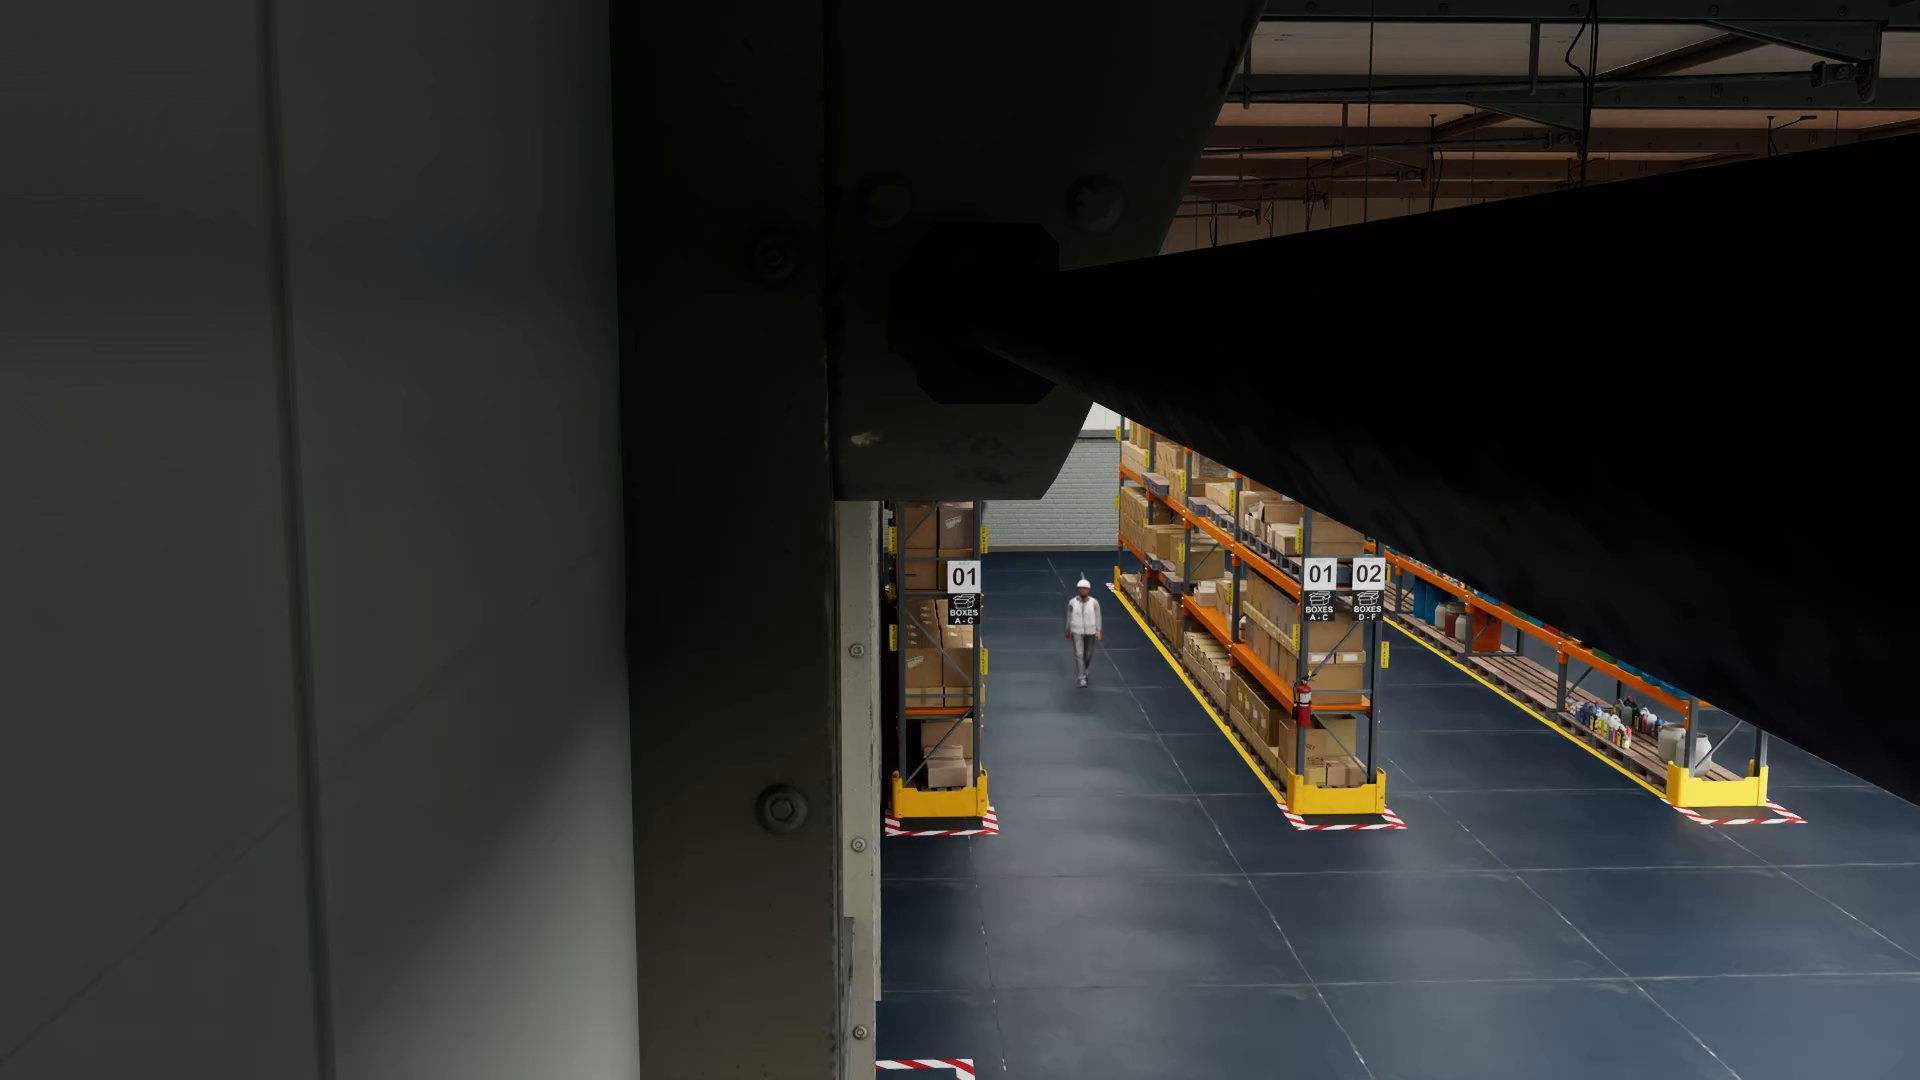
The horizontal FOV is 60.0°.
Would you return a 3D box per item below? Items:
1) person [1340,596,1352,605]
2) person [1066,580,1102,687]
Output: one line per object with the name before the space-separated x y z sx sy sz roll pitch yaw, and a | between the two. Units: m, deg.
person | 6.829 1.334 29.020 0.559 1.813 0.877 0 8 -3
person | 2.063 1.520 27.610 0.561 1.729 1.066 -1 8 -6
